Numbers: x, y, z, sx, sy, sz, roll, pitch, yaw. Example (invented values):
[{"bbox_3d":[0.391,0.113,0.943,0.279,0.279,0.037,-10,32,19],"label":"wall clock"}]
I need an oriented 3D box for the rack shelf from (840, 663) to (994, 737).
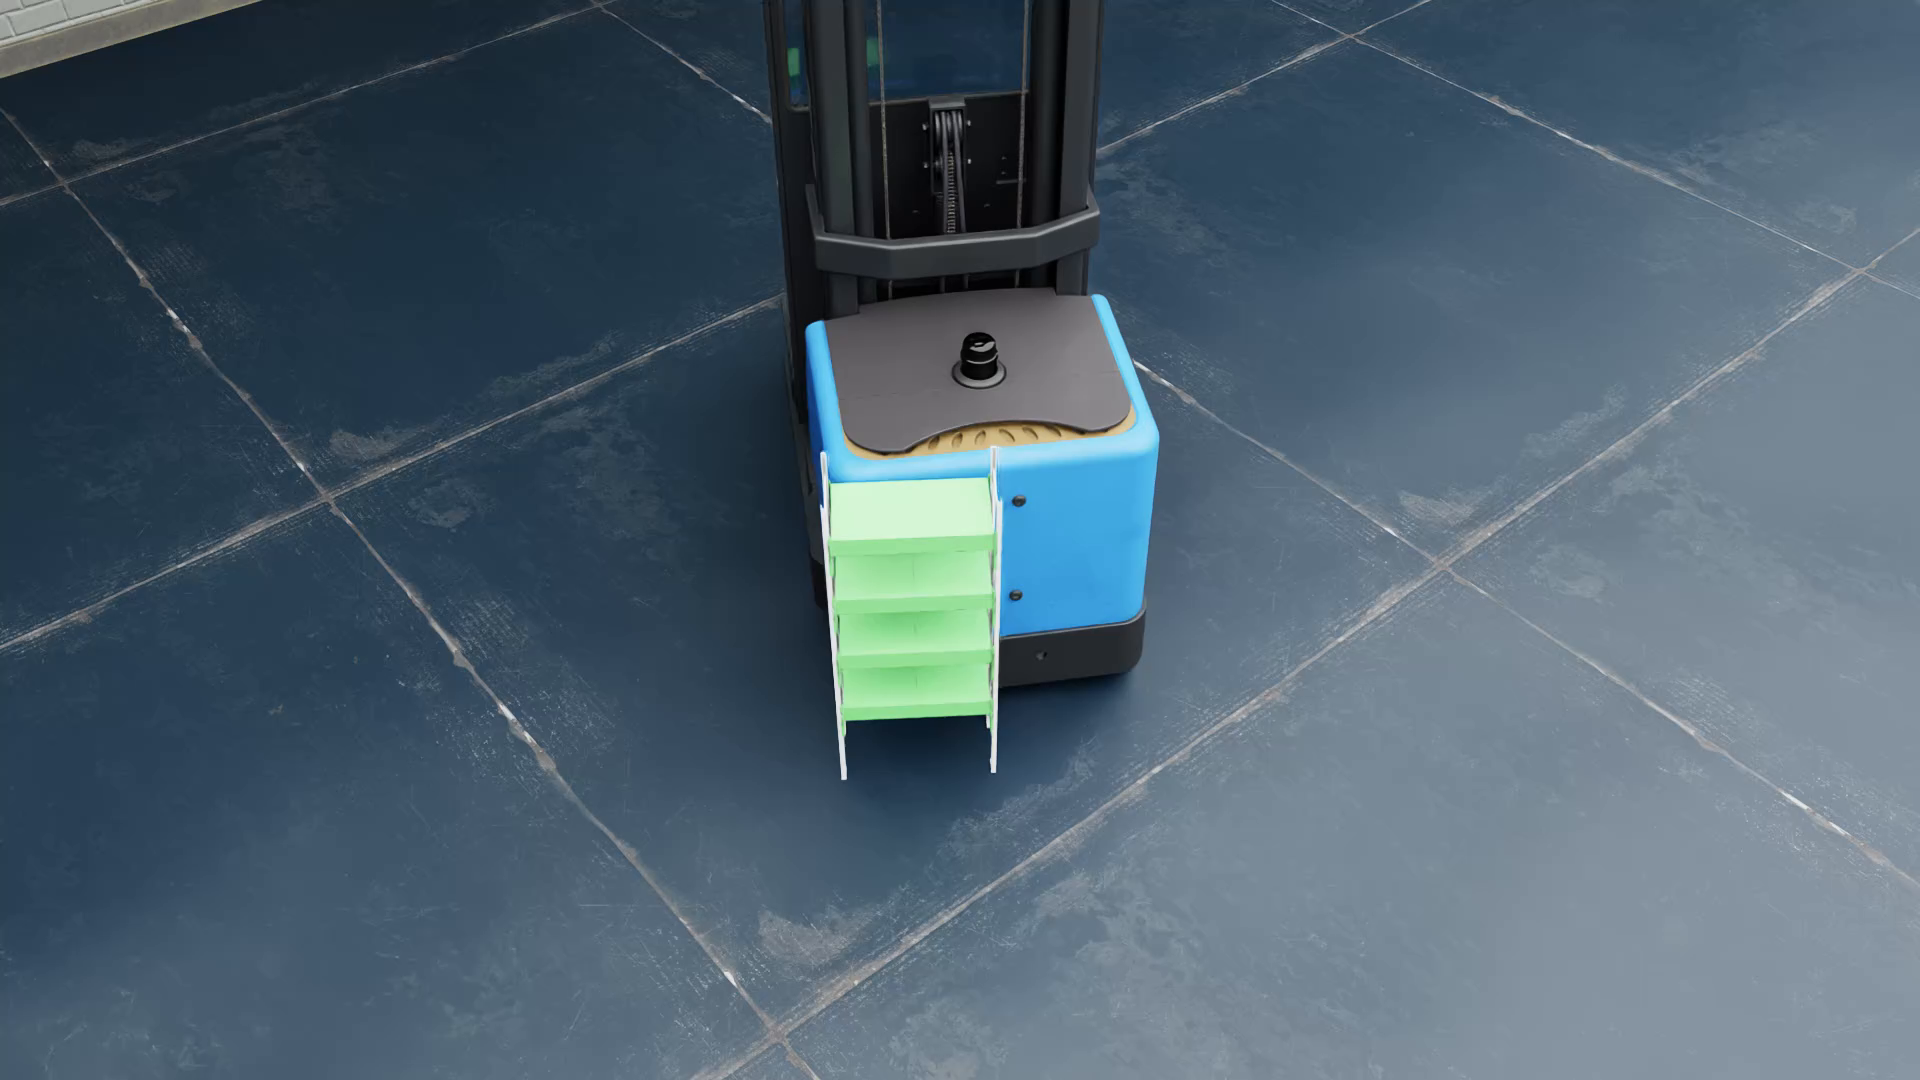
[{"bbox_3d":[-0.141,0.475,5.310,0.480,0.148,0.258,-2,44,-2],"label":"rack shelf"}]

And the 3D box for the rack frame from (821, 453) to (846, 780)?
[{"bbox_3d":[-0.384,0.266,5.089,0.015,1.200,0.240,-2,44,-2],"label":"rack frame"}]

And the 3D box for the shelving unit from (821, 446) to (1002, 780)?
[{"bbox_3d":[-0.141,0.256,5.099,0.503,1.200,0.258,-2,44,-2],"label":"shelving unit"}]

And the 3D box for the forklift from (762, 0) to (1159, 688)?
[{"bbox_3d":[-0.121,-1.539,5.747,1.130,2.935,3.031,-6,44,-7],"label":"forklift"}]

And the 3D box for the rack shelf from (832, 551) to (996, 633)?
[{"bbox_3d":[-0.141,0.129,4.977,0.480,0.148,0.258,-2,44,-2],"label":"rack shelf"}]

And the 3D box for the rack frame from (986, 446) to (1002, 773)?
[{"bbox_3d":[0.103,0.246,5.109,0.015,1.200,0.240,-2,44,-2],"label":"rack frame"}]

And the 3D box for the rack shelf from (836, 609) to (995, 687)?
[{"bbox_3d":[-0.141,0.302,5.143,0.480,0.148,0.258,-2,44,-2],"label":"rack shelf"}]

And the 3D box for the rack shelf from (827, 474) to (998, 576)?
[{"bbox_3d":[-0.141,-0.044,4.811,0.480,0.148,0.258,-2,44,-2],"label":"rack shelf"}]
